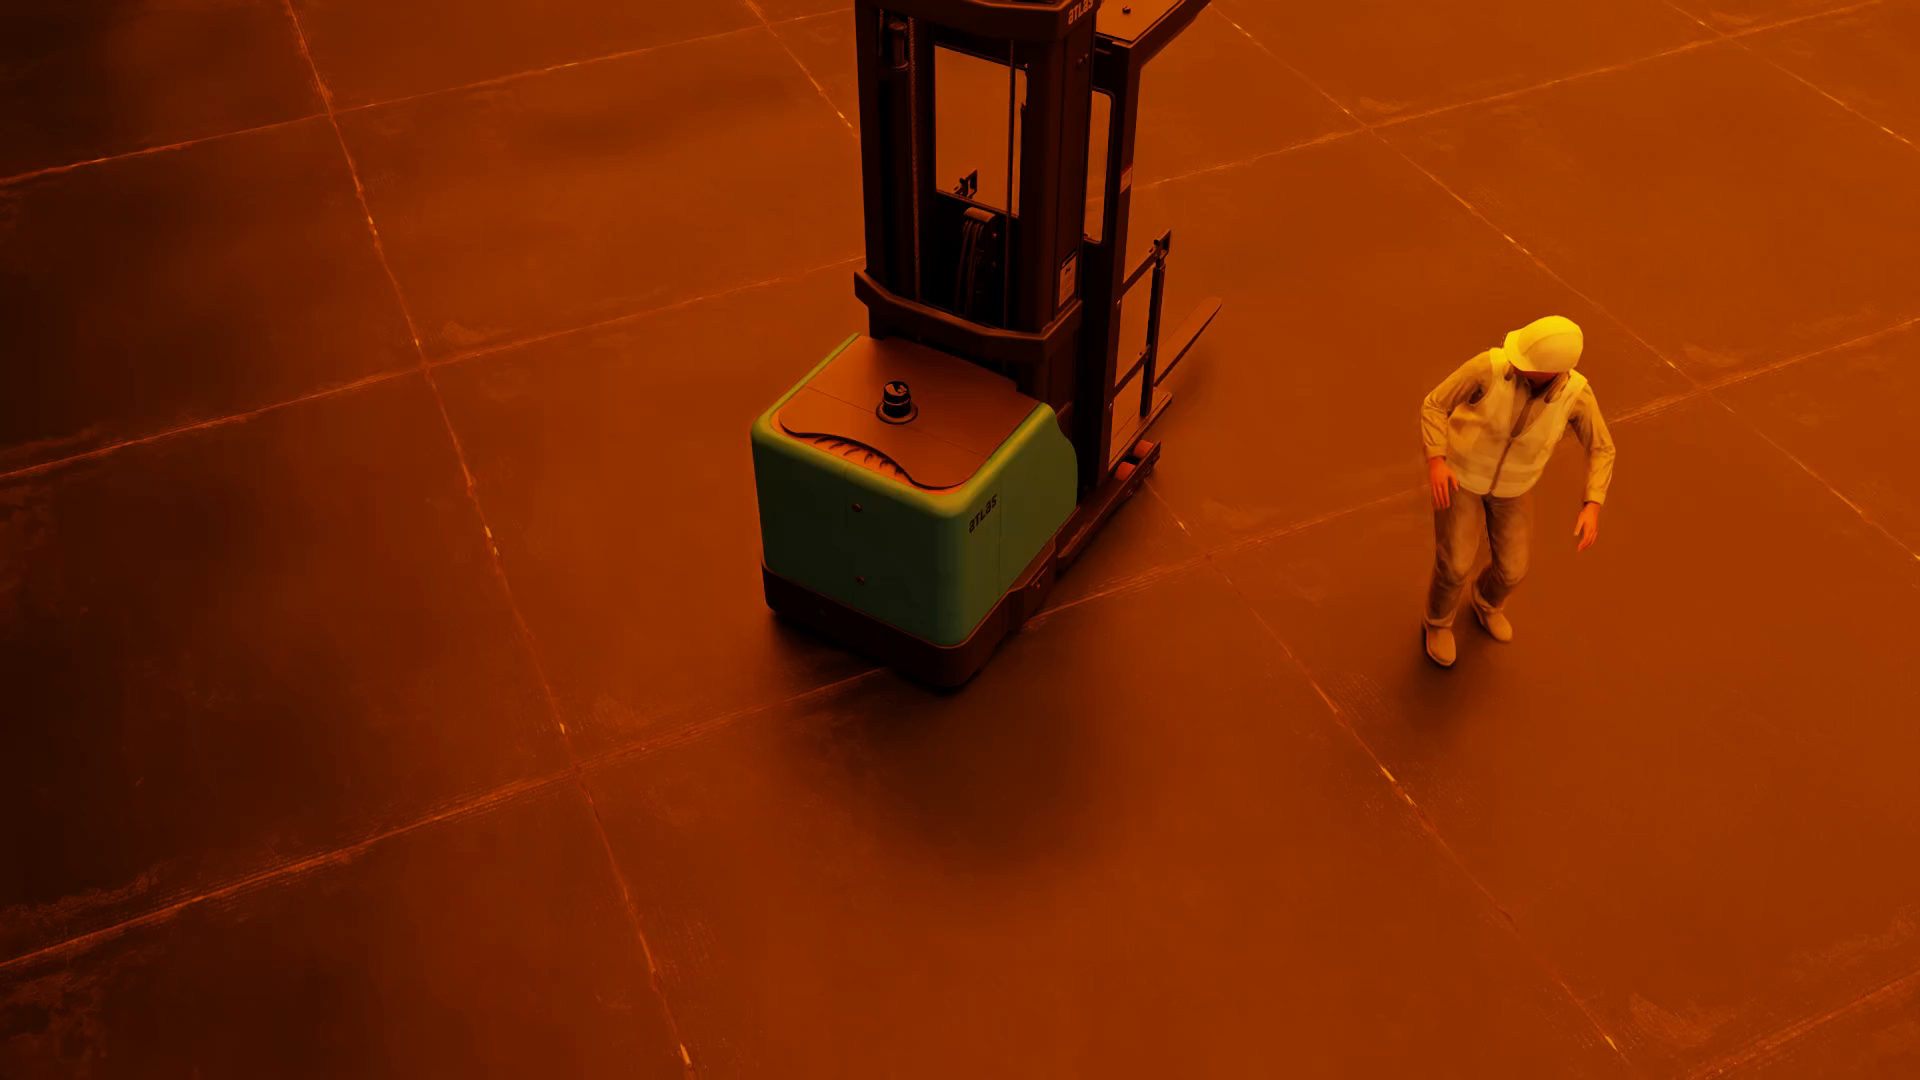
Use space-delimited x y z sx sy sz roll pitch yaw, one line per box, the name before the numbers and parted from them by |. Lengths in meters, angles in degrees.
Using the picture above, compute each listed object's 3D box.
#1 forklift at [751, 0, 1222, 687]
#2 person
forklift | 0.326 -1.435 7.218 1.130 2.935 3.031 23 48 22
person | 2.228 -0.199 6.817 0.758 1.726 0.602 4 43 4
